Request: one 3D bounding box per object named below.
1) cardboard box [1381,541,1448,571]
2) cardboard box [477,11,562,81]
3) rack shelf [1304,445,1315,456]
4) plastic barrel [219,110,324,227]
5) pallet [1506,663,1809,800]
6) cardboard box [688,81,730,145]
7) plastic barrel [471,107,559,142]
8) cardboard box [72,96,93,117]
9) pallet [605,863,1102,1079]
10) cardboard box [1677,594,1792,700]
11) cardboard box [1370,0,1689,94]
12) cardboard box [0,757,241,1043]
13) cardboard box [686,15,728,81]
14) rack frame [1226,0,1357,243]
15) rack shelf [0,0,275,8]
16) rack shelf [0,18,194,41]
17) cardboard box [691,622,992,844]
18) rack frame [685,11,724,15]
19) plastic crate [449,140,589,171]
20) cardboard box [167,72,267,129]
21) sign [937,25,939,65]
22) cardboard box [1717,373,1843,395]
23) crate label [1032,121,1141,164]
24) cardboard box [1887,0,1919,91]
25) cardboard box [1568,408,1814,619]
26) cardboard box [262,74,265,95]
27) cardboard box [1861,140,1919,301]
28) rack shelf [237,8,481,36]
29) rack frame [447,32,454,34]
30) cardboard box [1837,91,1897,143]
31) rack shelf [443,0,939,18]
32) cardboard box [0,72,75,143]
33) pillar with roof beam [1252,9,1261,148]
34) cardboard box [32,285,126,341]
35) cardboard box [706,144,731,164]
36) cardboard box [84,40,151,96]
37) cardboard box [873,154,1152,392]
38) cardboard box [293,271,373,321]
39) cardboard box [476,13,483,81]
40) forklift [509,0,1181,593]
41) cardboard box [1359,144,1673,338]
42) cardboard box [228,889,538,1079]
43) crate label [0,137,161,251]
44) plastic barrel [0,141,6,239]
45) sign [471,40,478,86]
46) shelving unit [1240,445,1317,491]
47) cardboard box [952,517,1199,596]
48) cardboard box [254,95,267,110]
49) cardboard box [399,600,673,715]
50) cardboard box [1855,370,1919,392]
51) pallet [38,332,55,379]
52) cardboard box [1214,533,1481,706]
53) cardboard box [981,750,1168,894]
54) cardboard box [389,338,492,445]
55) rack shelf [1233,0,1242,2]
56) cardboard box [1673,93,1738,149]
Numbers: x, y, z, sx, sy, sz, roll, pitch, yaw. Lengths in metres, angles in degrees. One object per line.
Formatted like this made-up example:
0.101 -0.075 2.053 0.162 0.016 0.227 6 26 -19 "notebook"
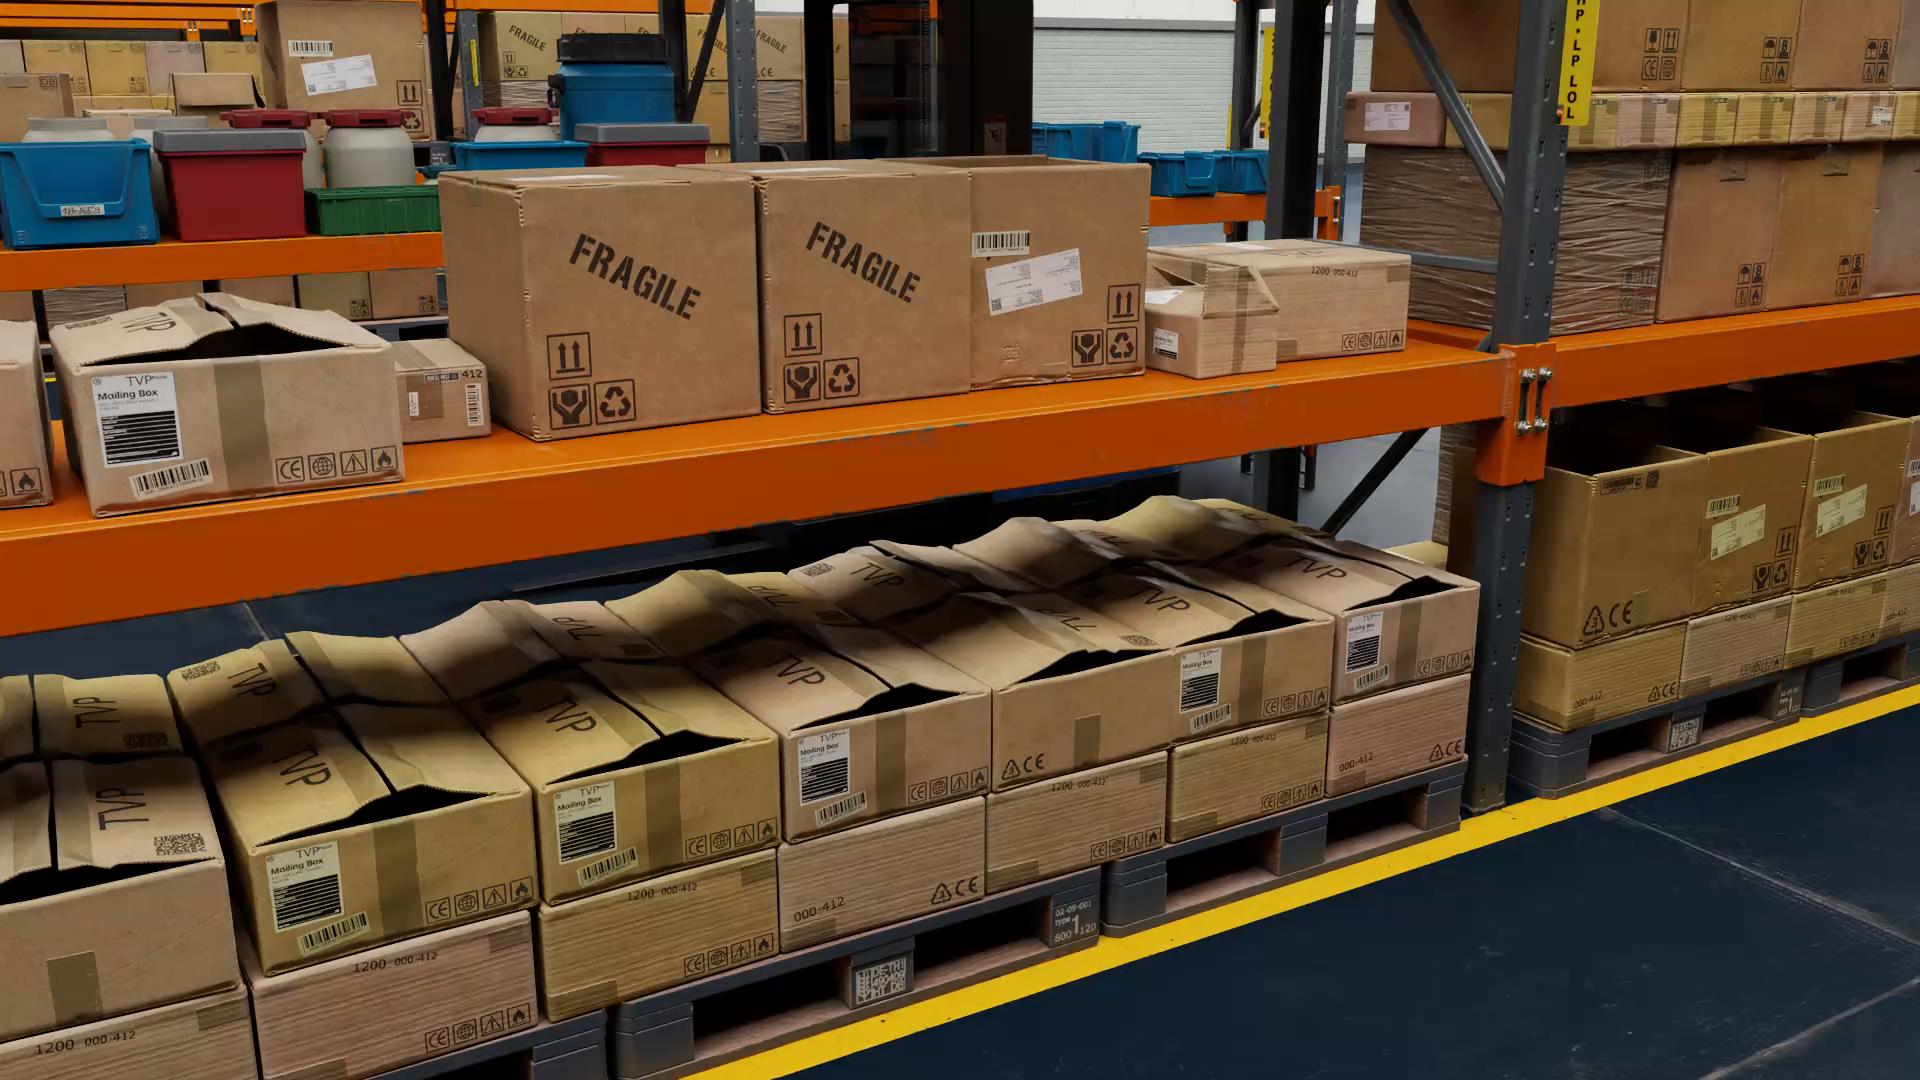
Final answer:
1.518 0.212 5.411 0.500 0.250 0.500 -9 18 -30 "cardboard box"
-3.349 -3.763 12.689 0.500 0.500 0.500 -9 18 -30 "cardboard box"
1.196 -0.531 8.127 1.000 0.278 0.538 -10 19 -33 "rack shelf"
-3.248 -1.762 7.886 0.433 0.535 0.433 0 16 0 "plastic barrel"
1.936 0.447 5.422 1.213 0.211 1.003 -9 18 -30 "pallet"
-2.175 -3.541 13.747 0.500 0.500 0.875 -9 18 -30 "cardboard box"
-2.248 -1.924 8.465 0.433 0.535 0.433 0 16 0 "plastic barrel"
-8.372 -3.882 15.515 0.500 0.500 0.500 -9 18 -30 "cardboard box"
-0.426 0.830 4.056 1.213 0.211 1.003 -9 18 -30 "pallet"
2.218 0.265 5.224 0.500 0.250 0.500 -9 18 -30 "cardboard box"
1.610 -1.530 4.723 0.500 0.500 0.700 -9 18 -29 "cardboard box"
-1.596 0.609 2.959 0.500 0.311 0.500 -9 18 -28 "cardboard box"
-2.070 -3.975 13.443 0.500 0.500 0.500 -9 18 -30 "cardboard box"
2.114 -2.497 10.760 0.127 3.000 1.000 -9 18 -30 "rack frame"
-8.048 -5.068 15.709 4.000 0.370 1.077 -9 18 -30 "rack shelf"
-13.243 -7.347 23.839 4.000 0.370 1.077 -9 18 -30 "rack shelf"
-0.271 0.392 3.733 0.500 0.311 0.500 -9 18 -30 "cardboard box"
-2.905 -4.804 18.992 0.127 3.000 1.000 -9 18 -30 "rack frame"
-2.100 -1.708 7.975 0.575 0.384 0.392 -9 18 -30 "plastic crate"
-5.304 -3.076 11.858 0.637 0.503 0.797 -7 17 -24 "cardboard box"
-0.168 -4.221 14.181 0.005 0.325 0.100 -9 18 -30 "sign"
2.800 -0.359 6.059 0.500 0.500 0.500 -9 18 -30 "cardboard box"
0.675 -2.196 9.619 0.616 0.435 0.502 -9 18 -30 "crate label"
2.900 -1.740 5.469 0.500 0.500 0.700 -9 18 -30 "cardboard box"
2.216 -0.097 5.125 0.500 0.500 0.500 -9 18 -30 "cardboard box"
-6.756 -4.708 16.609 0.500 0.500 0.700 -10 18 -31 "cardboard box"
2.929 -1.121 5.665 0.500 0.500 0.700 -9 18 -28 "cardboard box"
-7.255 -6.756 21.728 4.000 0.370 1.077 -9 18 -30 "rack shelf"
-8.100 -7.084 27.122 0.127 3.000 1.000 -9 18 -30 "rack frame"
2.665 -1.327 5.201 0.250 0.149 0.380 -10 18 -31 "cardboard box"
-2.151 -4.463 13.548 4.000 0.370 1.077 -9 18 -30 "rack shelf"
-6.425 -2.966 11.471 0.500 0.500 0.700 -6 17 -22 "cardboard box"
8.485 -11.590 32.084 0.400 9.000 9.100 -9 18 -30 "pillar with roof beam"
-6.262 -1.717 11.793 0.500 0.500 0.700 -11 19 -34 "cardboard box"
-2.057 -3.183 13.673 0.250 0.149 0.380 -9 18 -30 "cardboard box"
-8.063 -4.496 15.853 0.500 0.500 0.700 -9 18 -30 "cardboard box"
0.115 -0.666 4.044 0.500 0.500 0.500 -8 17 -26 "cardboard box"
-4.822 -1.953 12.635 0.500 0.500 0.700 -9 18 -30 "cardboard box"
-3.622 -3.886 13.126 0.500 0.500 0.500 -9 18 -30 "cardboard box"
-0.522 -1.316 6.675 3.031 2.935 1.130 -10 19 -33 "forklift"
1.610 -0.906 4.898 0.500 0.500 0.700 -10 18 -31 "cardboard box"
-1.165 0.809 3.284 0.500 0.250 0.500 -10 18 -31 "cardboard box"
-3.753 -1.477 7.057 0.616 0.435 0.502 -9 18 -30 "crate label"
-4.502 -1.585 7.255 0.708 0.536 0.600 -9 18 -30 "plastic barrel"
-3.577 -3.516 12.252 0.005 0.325 0.100 -9 18 -30 "sign"
1.196 -0.767 8.061 1.048 1.125 0.538 -10 19 -33 "shelving unit"
0.318 0.126 4.682 0.500 0.311 0.500 -9 18 -30 "cardboard box"
-7.076 -4.092 16.265 0.500 0.500 0.500 -9 18 -30 "cardboard box"
-0.998 0.340 3.915 0.500 0.311 0.500 -9 18 -30 "cardboard box"
3.505 -0.304 5.863 0.500 0.500 0.500 -9 18 -30 "cardboard box"
-6.624 -1.296 11.644 1.213 0.211 1.003 -9 18 -30 "pallet"
1.033 0.180 4.487 0.500 0.311 0.500 -9 18 -30 "cardboard box"
0.154 0.593 4.052 0.500 0.250 0.500 -9 18 -28 "cardboard box"
-1.132 -0.308 3.415 0.250 0.149 0.380 -8 17 -26 "cardboard box"
0.399 -3.317 9.460 4.000 0.370 1.077 -9 18 -30 "rack shelf"
1.998 -1.219 4.812 0.250 0.149 0.380 -10 18 -31 "cardboard box"
